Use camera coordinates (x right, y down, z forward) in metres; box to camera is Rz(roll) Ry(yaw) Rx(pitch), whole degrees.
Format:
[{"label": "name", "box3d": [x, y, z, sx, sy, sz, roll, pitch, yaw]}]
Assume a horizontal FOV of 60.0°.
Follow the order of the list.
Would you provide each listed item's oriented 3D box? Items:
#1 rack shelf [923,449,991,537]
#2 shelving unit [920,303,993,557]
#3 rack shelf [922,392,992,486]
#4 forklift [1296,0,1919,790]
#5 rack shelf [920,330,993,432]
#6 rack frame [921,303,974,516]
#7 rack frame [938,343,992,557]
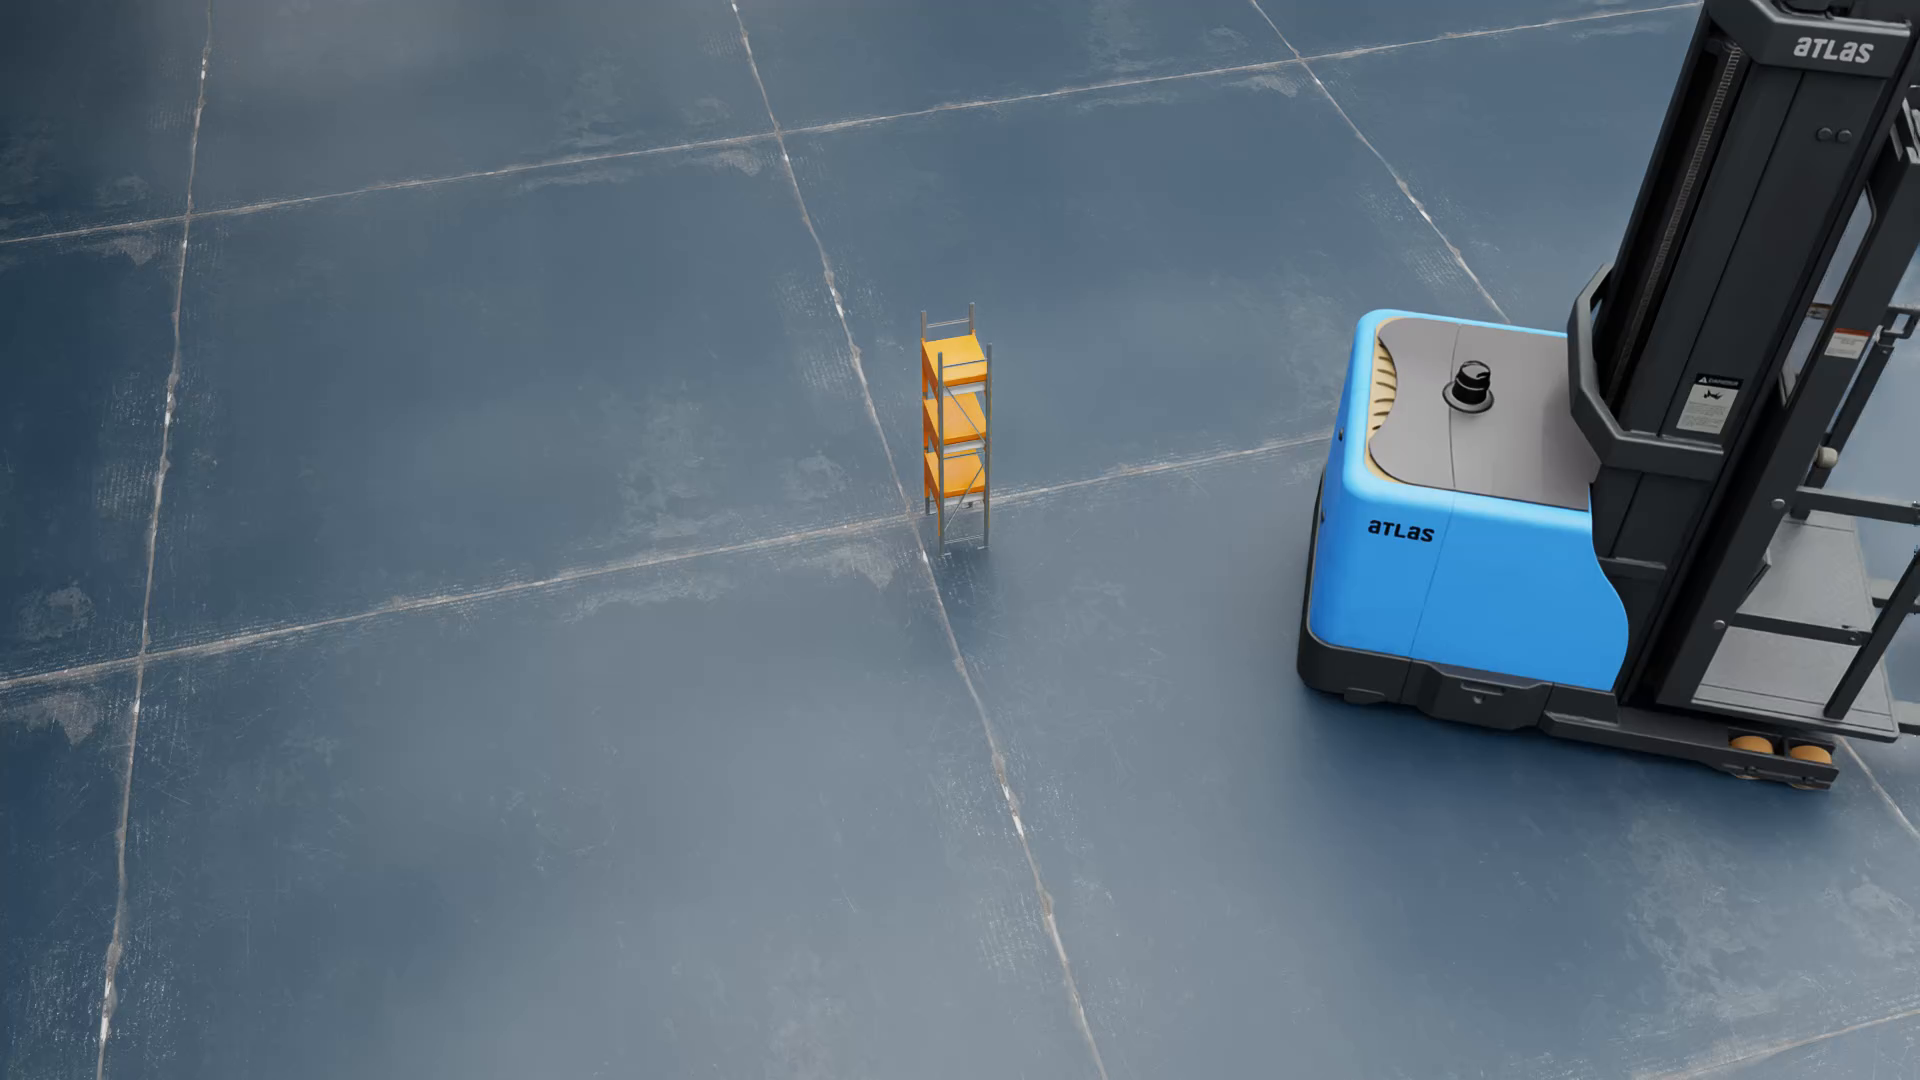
[{"label": "rack shelf", "box3d": [-0.014, -0.202, 6.617, 0.215, 0.259, 0.240, -11, 47, -10]}, {"label": "shelving unit", "box3d": [-0.014, -0.404, 6.411, 0.215, 1.050, 0.252, -11, 47, -10]}, {"label": "rack shelf", "box3d": [-0.014, -0.397, 6.419, 0.215, 0.259, 0.240, -11, 47, -10]}, {"label": "forklift", "box3d": [2.824, -0.563, 5.250, 3.031, 2.935, 1.130, 9, 46, 9]}, {"label": "rack shelf", "box3d": [-0.014, -0.596, 6.216, 0.215, 0.259, 0.240, -11, 47, -10]}, {"label": "rack frame", "box3d": [-0.045, -0.489, 6.494, 0.200, 1.050, 0.008, -11, 47, -10]}, {"label": "rack frame", "box3d": [0.018, -0.320, 6.329, 0.200, 1.050, 0.008, -11, 47, -10]}]
